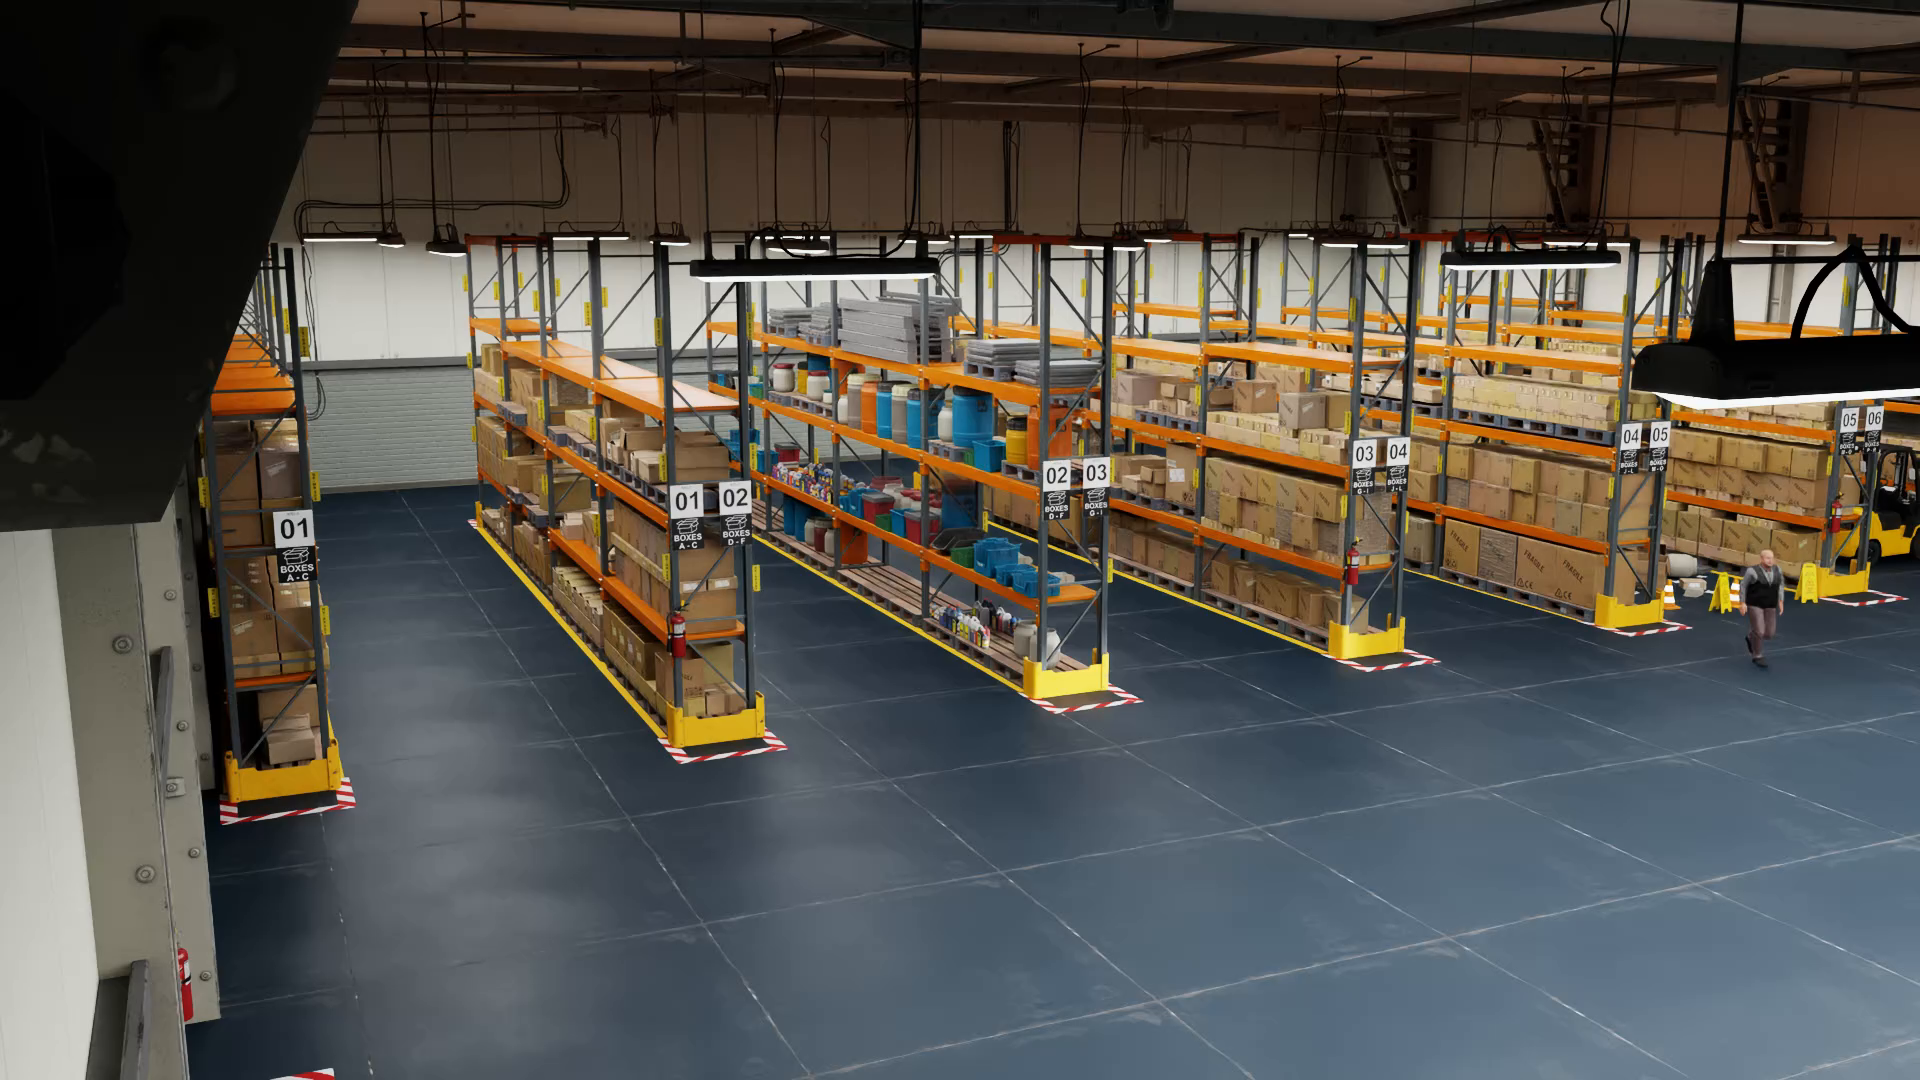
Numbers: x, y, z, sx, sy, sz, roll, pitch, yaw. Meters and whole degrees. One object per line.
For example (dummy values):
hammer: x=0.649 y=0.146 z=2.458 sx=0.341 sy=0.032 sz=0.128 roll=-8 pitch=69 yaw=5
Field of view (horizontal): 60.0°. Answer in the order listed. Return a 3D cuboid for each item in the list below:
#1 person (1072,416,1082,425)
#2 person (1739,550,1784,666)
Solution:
person: x=2.846 y=-2.399 z=40.916 sx=0.969 sy=1.738 sz=0.520 roll=-10 pitch=15 yaw=-41
person: x=11.464 y=0.931 z=23.915 sx=0.597 sy=1.695 sz=0.656 roll=-1 pitch=11 yaw=-6
